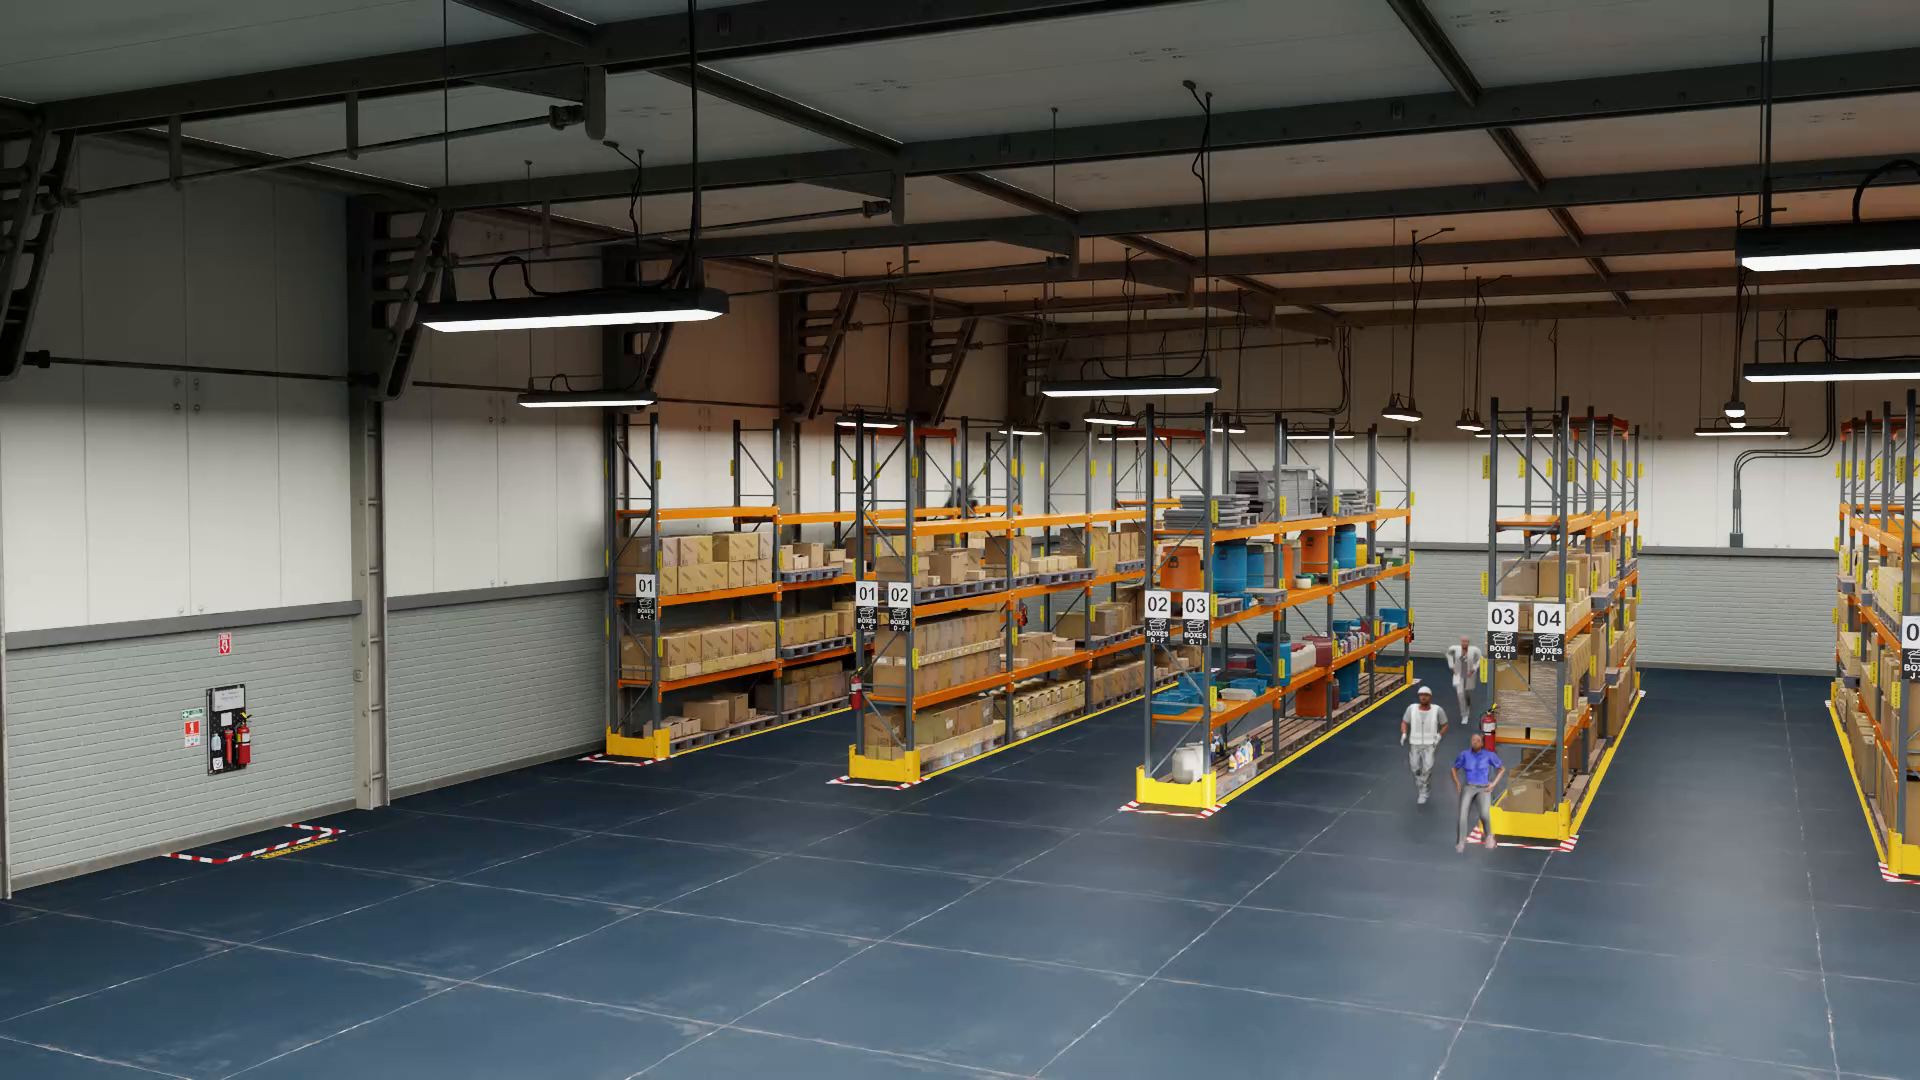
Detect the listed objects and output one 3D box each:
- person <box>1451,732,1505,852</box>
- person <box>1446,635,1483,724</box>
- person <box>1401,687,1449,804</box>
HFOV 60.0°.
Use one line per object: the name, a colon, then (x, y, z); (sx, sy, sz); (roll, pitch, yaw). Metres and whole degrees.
person: (6.747, 3.307, 21.706); (0.680, 1.603, 0.567); (1, 3, 21)
person: (10.085, 2.766, 33.219); (0.722, 1.788, 1.041); (1, 3, 21)
person: (7.042, 3.087, 25.194); (0.698, 1.748, 0.597); (1, 3, 22)
